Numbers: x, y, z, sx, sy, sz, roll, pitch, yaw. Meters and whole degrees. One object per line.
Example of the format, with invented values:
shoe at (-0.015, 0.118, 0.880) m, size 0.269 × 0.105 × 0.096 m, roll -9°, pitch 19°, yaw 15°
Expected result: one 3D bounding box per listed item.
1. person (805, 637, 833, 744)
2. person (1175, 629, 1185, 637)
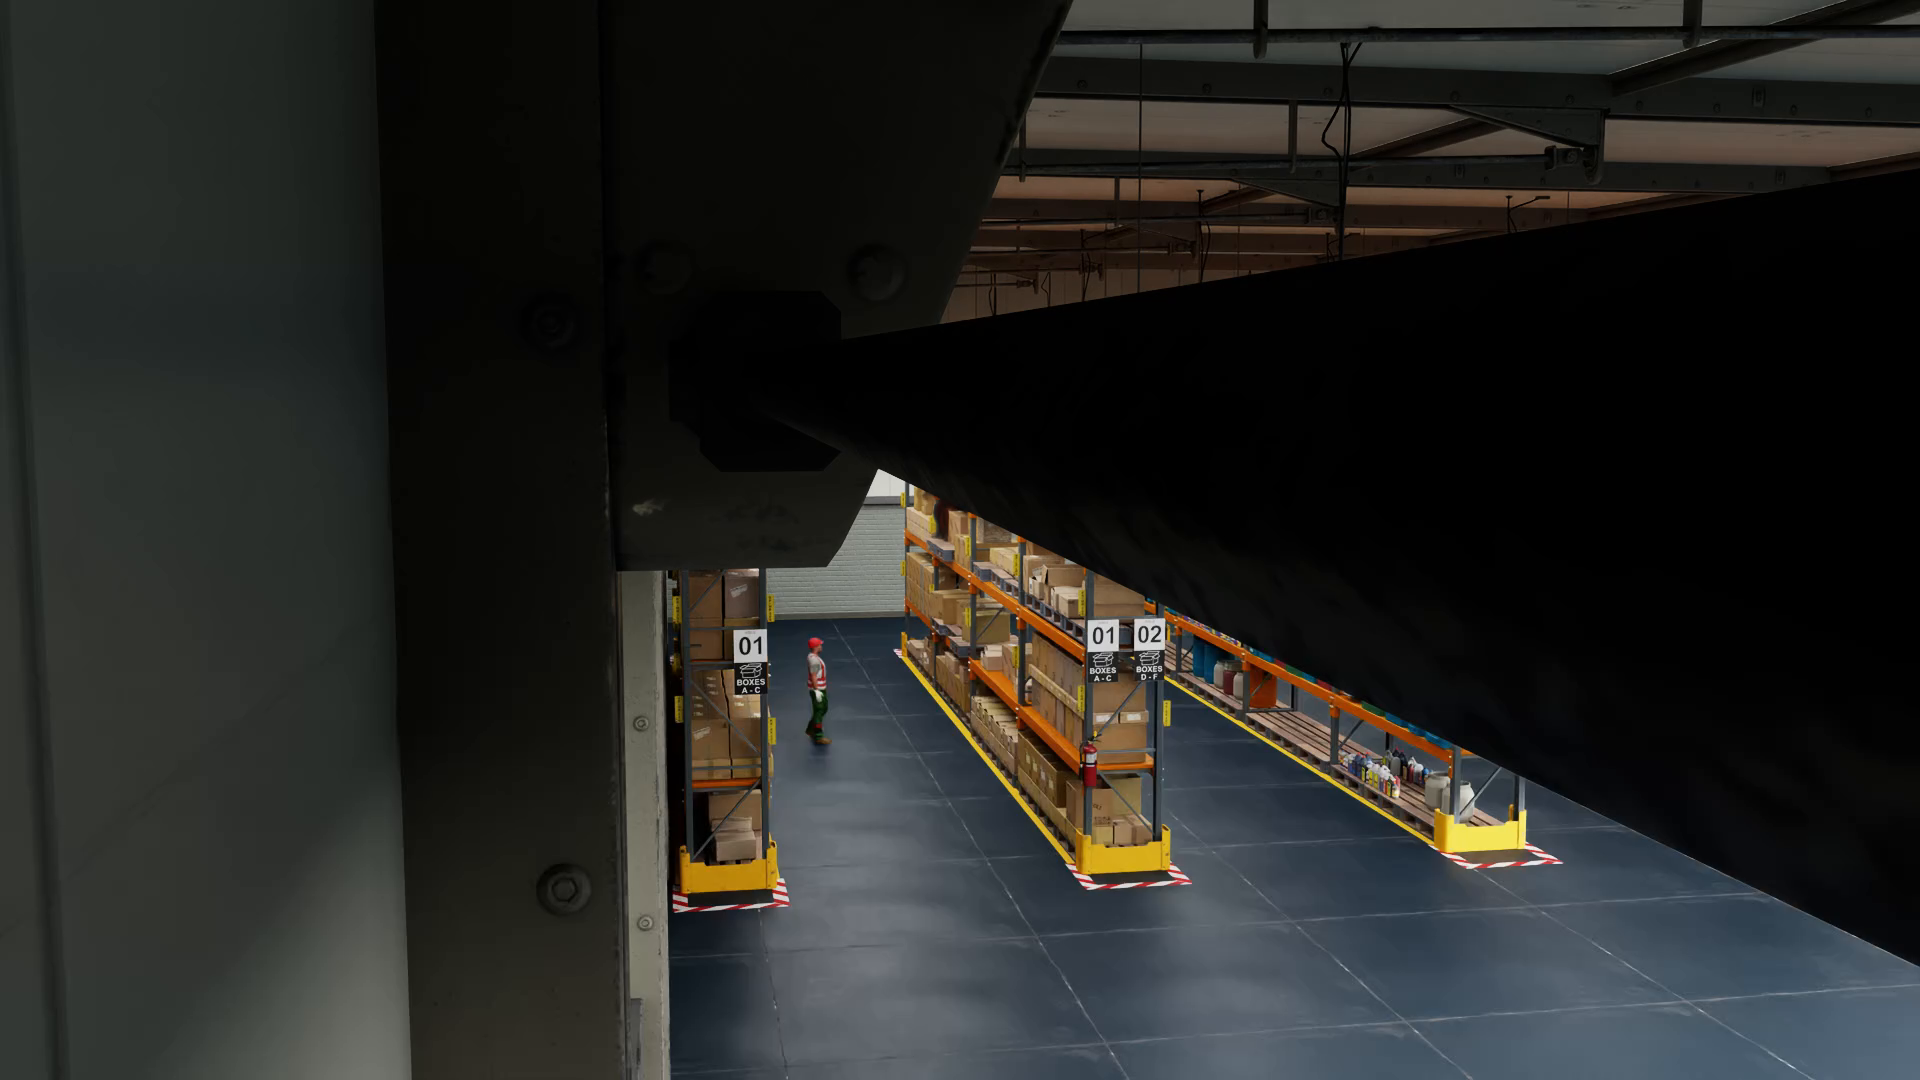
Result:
person at (-2.402, 2.531, 28.135) m, size 0.516 × 1.794 × 0.627 m, roll 0°, pitch 6°, yaw 2°
person at (5.442, 1.436, 39.189) m, size 0.508 × 1.653 × 0.918 m, roll 5°, pitch 8°, yaw 41°
